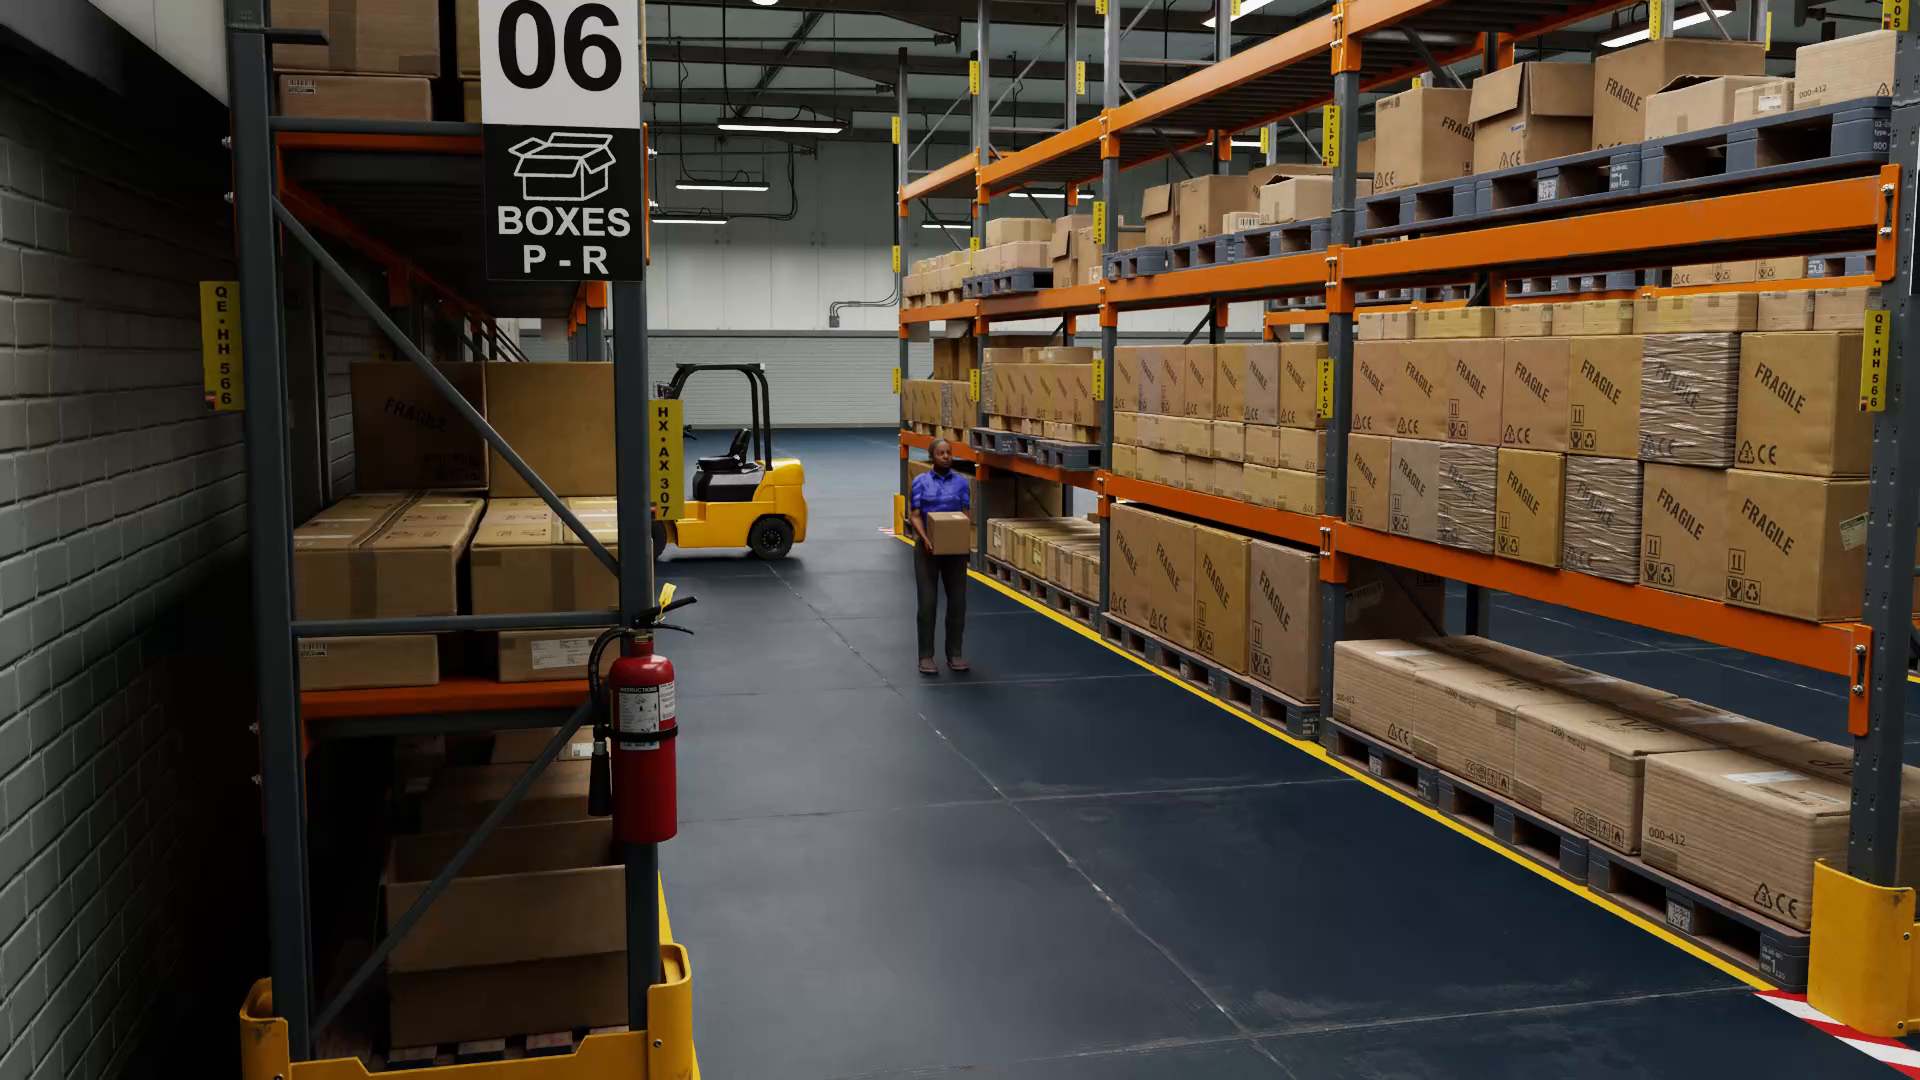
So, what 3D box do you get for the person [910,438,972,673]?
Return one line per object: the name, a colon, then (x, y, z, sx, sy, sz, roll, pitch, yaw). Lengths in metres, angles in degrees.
person: (-0.123, 0.108, 11.767, 0.450, 1.646, 0.523, -1, 6, -13)
